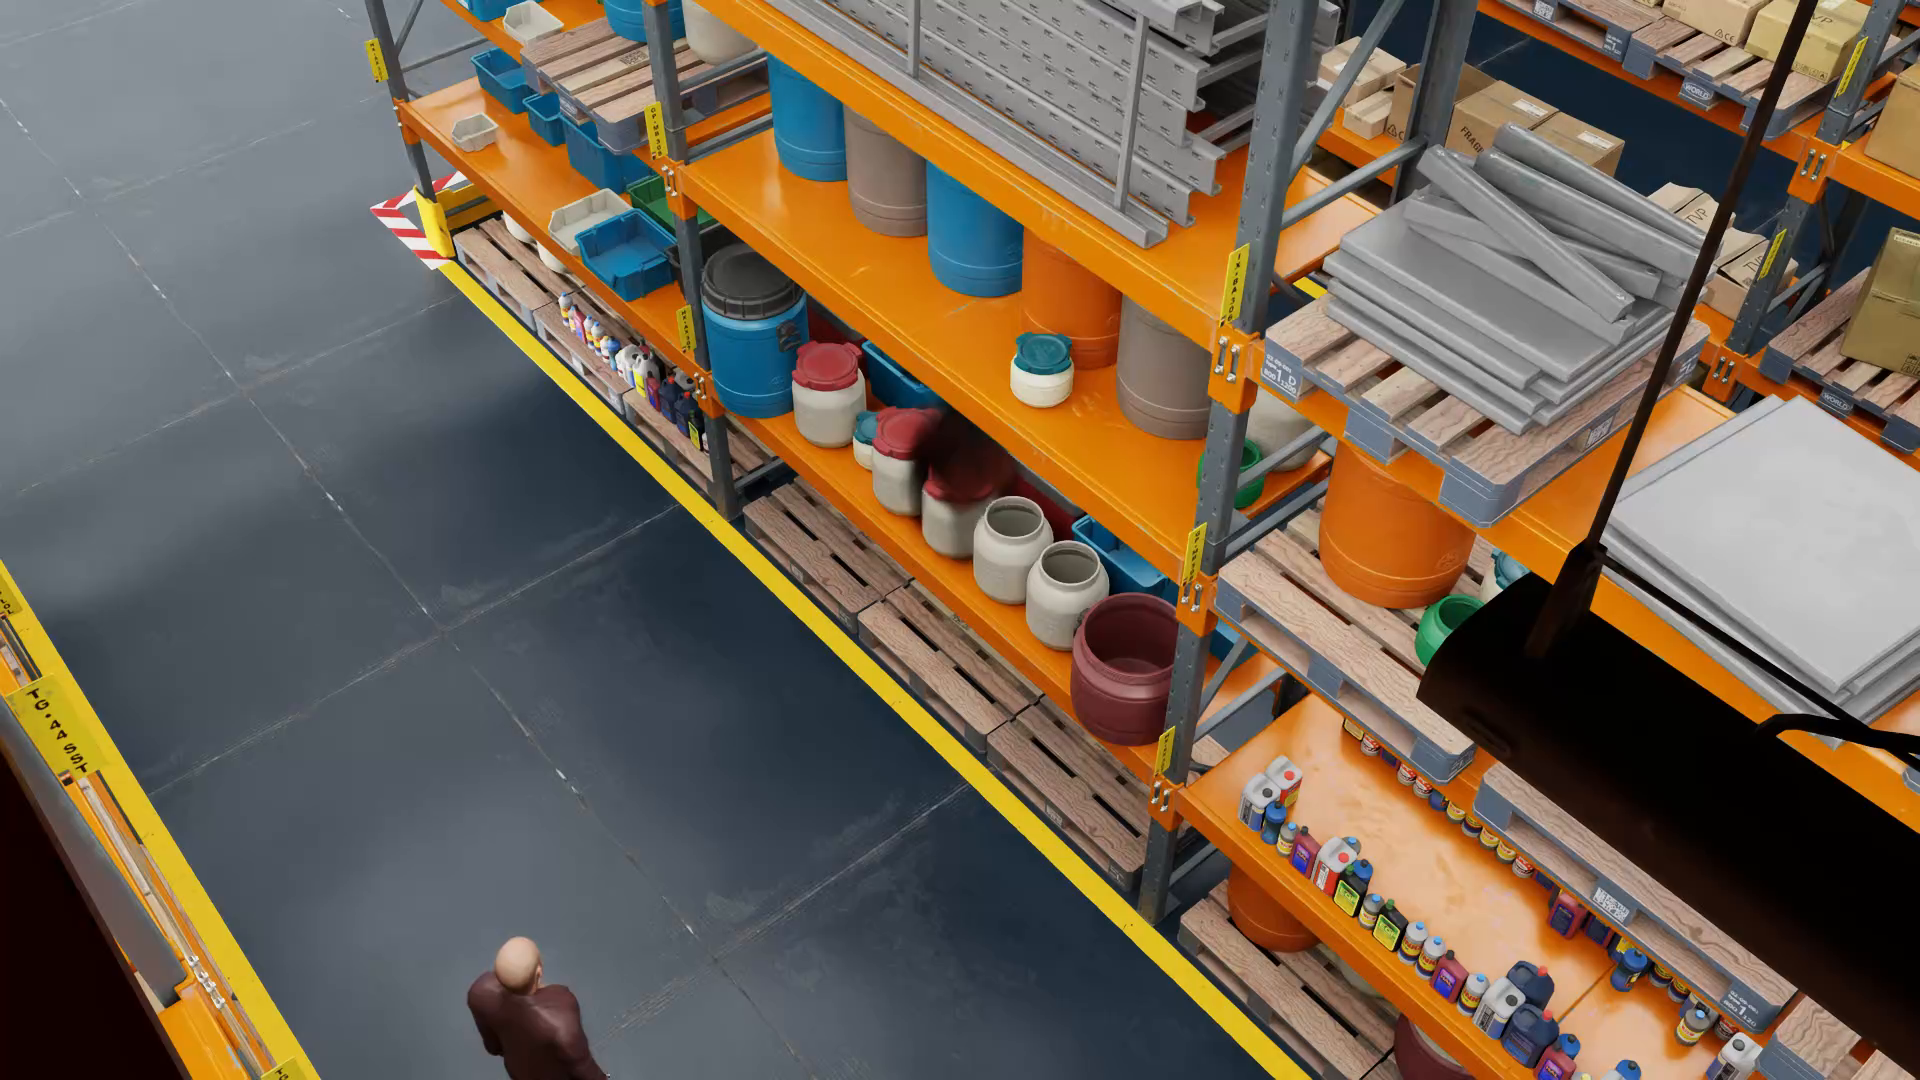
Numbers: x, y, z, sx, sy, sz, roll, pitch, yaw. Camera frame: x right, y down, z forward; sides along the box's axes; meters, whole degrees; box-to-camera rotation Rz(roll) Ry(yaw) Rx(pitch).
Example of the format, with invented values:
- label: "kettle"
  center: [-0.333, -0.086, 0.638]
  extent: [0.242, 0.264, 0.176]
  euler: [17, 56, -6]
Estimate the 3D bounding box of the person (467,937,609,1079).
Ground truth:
- label: "person"
  center: [-1.732, 2.250, 7.210]
  extent: [0.443, 1.785, 0.612]
  euler: [-35, 56, -29]
